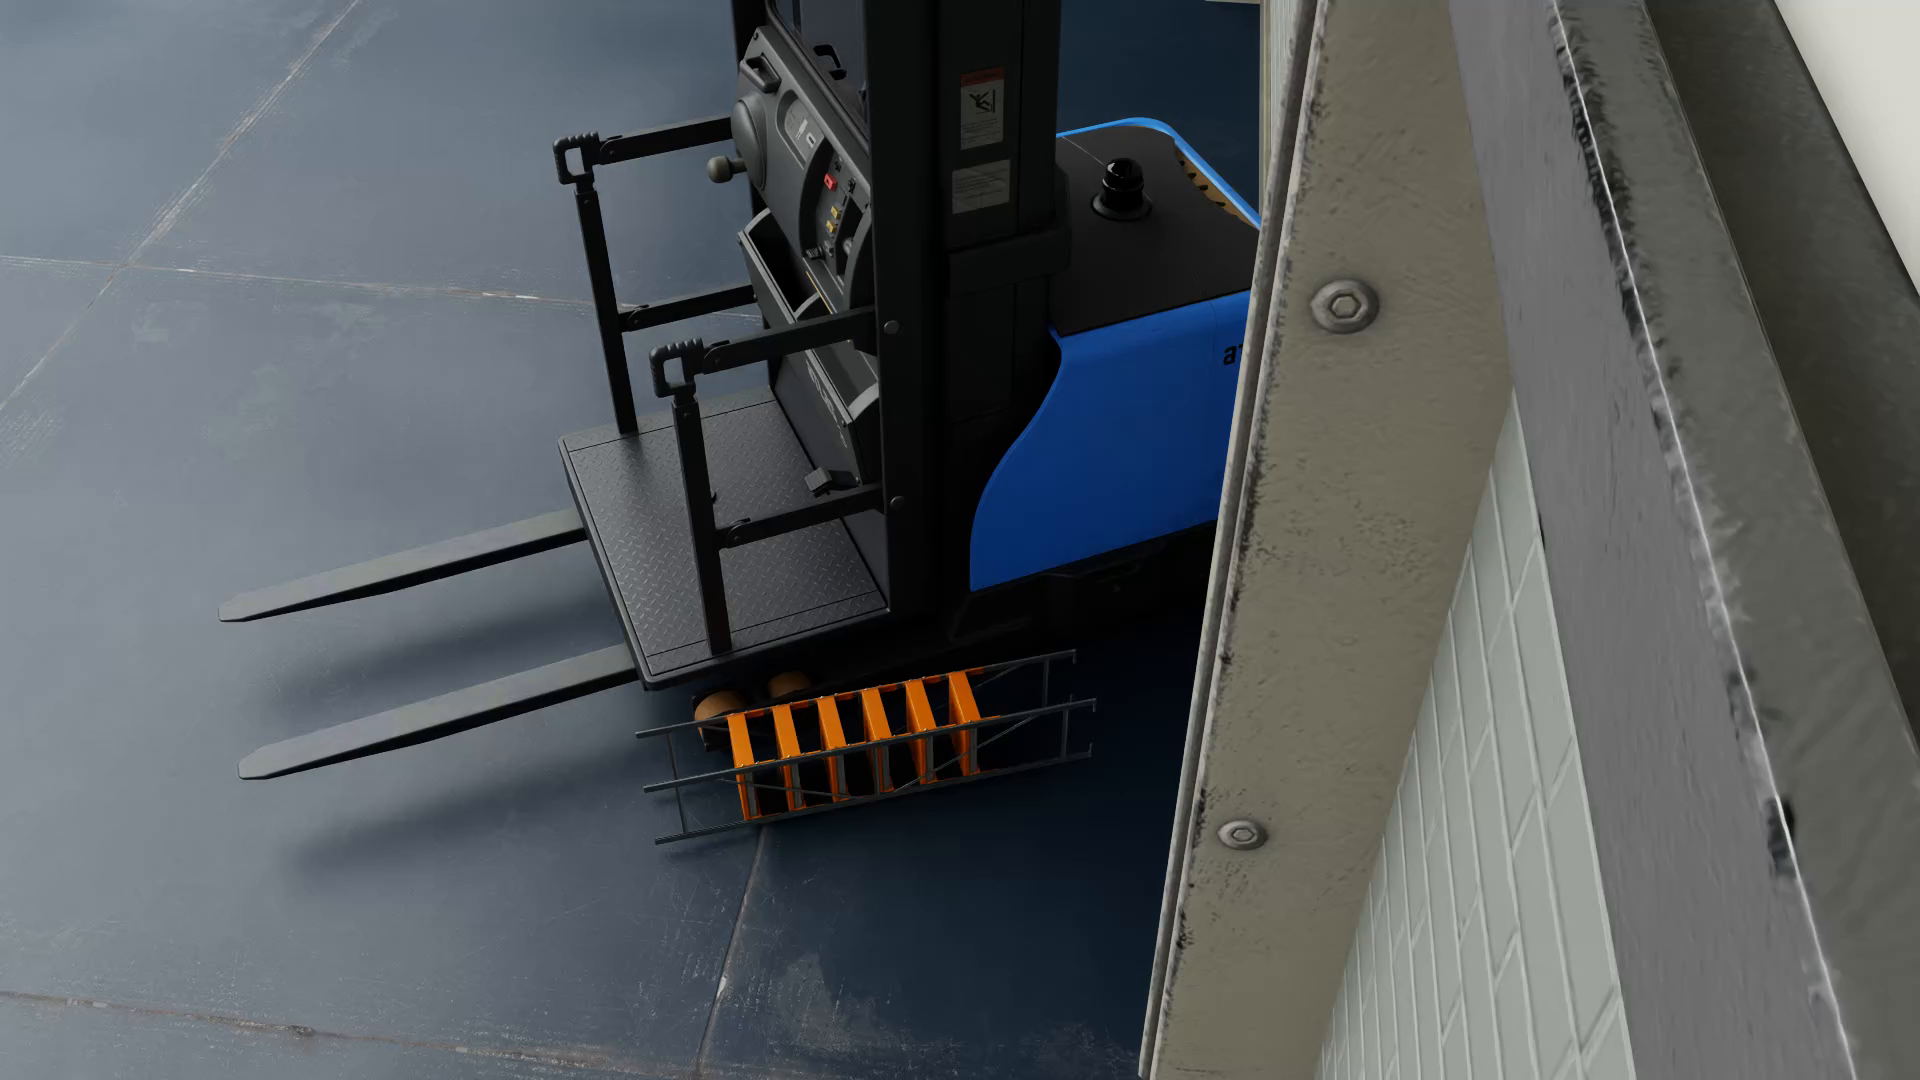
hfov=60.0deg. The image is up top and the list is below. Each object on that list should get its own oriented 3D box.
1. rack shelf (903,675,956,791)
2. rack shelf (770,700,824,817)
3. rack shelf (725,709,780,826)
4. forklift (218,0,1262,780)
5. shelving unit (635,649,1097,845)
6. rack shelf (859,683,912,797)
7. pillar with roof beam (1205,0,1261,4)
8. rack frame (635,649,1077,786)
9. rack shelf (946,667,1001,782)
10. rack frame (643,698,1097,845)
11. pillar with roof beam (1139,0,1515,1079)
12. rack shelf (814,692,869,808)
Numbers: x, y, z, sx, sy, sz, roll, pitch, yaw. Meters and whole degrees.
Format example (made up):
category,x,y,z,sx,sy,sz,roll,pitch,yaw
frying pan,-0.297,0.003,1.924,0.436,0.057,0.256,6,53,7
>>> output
category,x,y,z,sx,sy,sz,roll,pitch,yaw
rack shelf,-0.082,0.521,4.486,0.103,0.258,0.180,-10,44,-10
rack shelf,-0.431,0.582,4.421,0.103,0.258,0.180,-10,44,-10
rack shelf,-0.547,0.603,4.399,0.103,0.258,0.180,-10,44,-10
forklift,-0.582,-0.898,4.067,3.031,2.935,1.130,-16,46,-16
shelving unit,-0.241,0.549,4.456,1.200,0.258,0.189,-10,44,-10
rack shelf,-0.198,0.542,4.464,0.103,0.258,0.180,-10,44,-10
pillar with roof beam,-2.919,-6.372,5.435,9.100,9.000,0.400,5,44,6
rack frame,-0.264,0.488,4.520,1.200,0.240,0.006,-10,44,-10
rack shelf,0.035,0.501,4.507,0.103,0.258,0.180,-10,44,-10
rack frame,-0.218,0.610,4.392,1.200,0.240,0.006,-10,44,-10
pillar with roof beam,-3.712,-2.283,1.116,9.100,9.000,0.400,5,44,6
rack shelf,-0.314,0.562,4.442,0.103,0.258,0.180,-10,44,-10
